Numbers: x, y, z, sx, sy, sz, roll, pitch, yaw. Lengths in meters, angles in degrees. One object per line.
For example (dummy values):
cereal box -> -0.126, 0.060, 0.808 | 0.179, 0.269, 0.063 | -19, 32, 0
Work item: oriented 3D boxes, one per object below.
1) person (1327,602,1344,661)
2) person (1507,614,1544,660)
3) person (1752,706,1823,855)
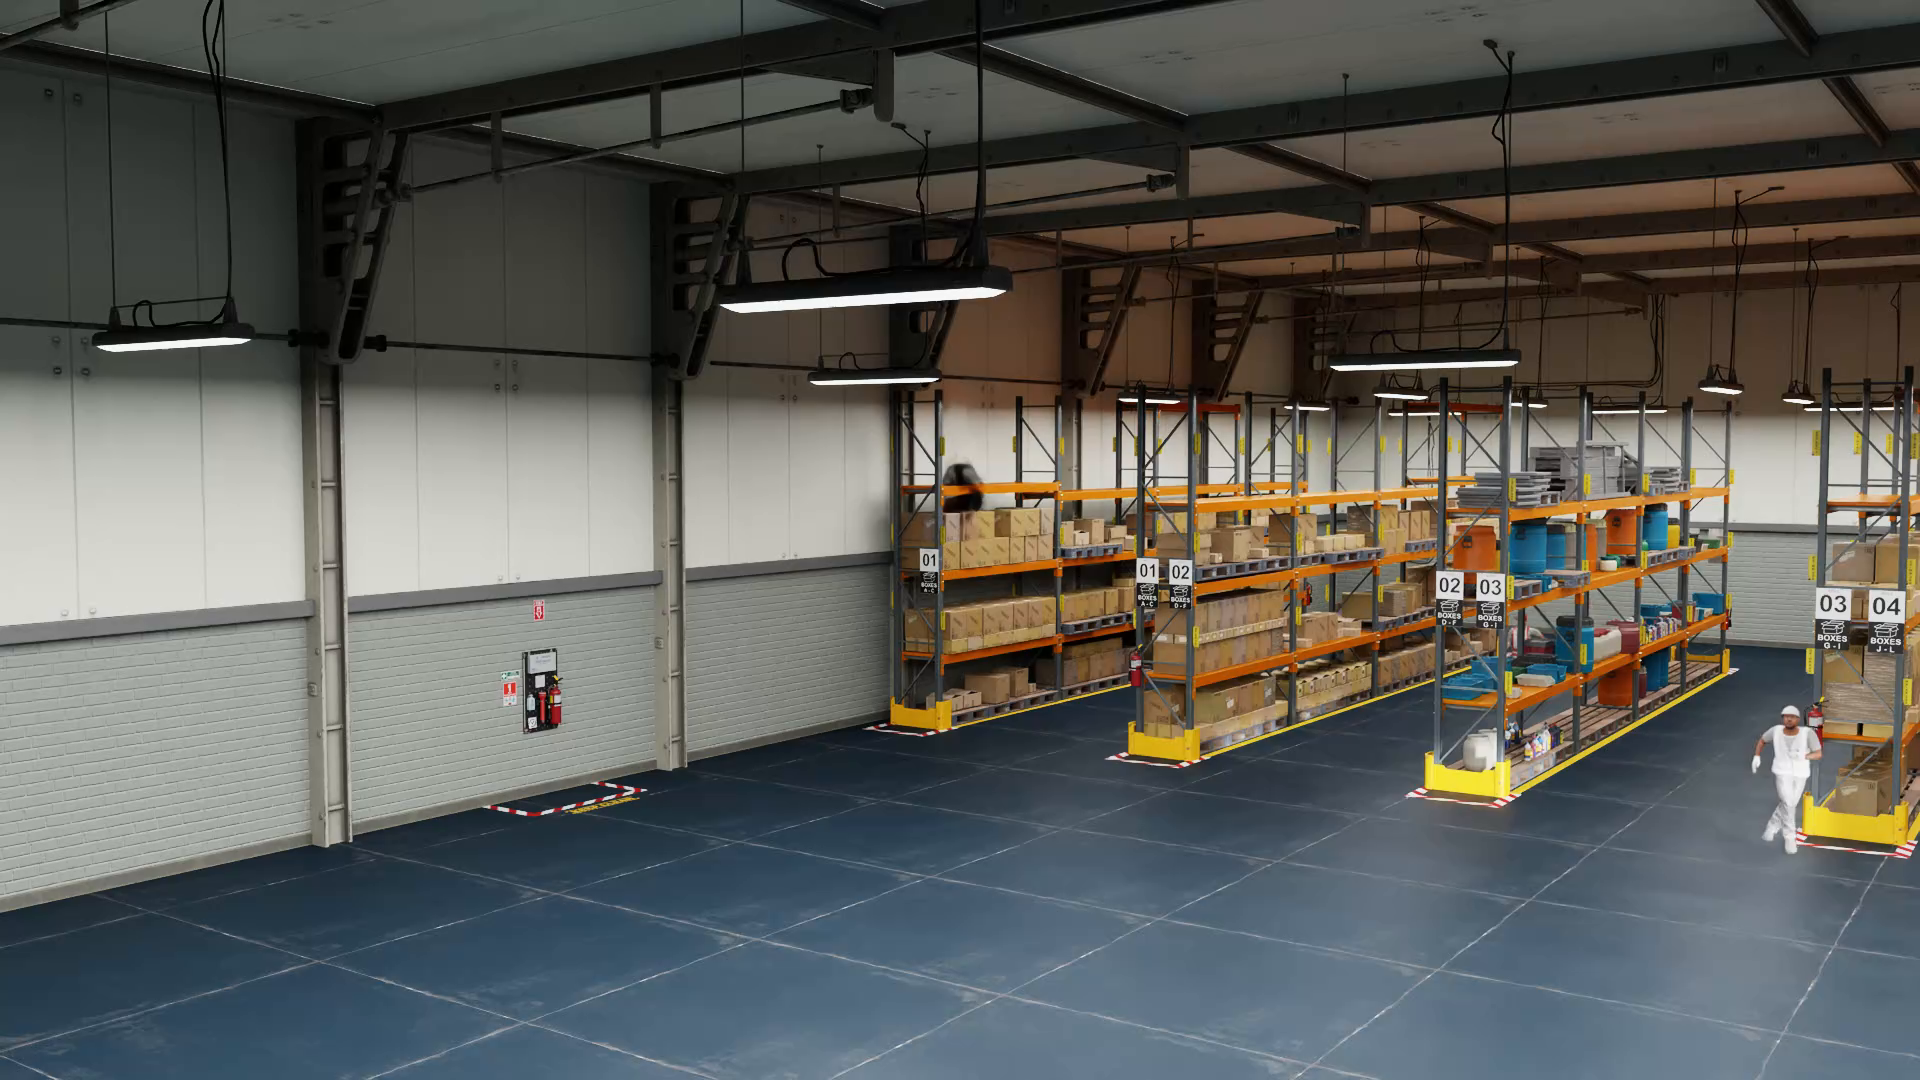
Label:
person -> 8.346, 2.159, 36.841 | 0.511, 1.585, 0.995 | 2, 4, 32
person -> 10.836, 2.312, 31.988 | 0.676, 1.837, 0.919 | 3, 4, 42
person -> 10.304, 2.955, 20.707 | 0.728, 1.798, 0.733 | 1, 3, 14
